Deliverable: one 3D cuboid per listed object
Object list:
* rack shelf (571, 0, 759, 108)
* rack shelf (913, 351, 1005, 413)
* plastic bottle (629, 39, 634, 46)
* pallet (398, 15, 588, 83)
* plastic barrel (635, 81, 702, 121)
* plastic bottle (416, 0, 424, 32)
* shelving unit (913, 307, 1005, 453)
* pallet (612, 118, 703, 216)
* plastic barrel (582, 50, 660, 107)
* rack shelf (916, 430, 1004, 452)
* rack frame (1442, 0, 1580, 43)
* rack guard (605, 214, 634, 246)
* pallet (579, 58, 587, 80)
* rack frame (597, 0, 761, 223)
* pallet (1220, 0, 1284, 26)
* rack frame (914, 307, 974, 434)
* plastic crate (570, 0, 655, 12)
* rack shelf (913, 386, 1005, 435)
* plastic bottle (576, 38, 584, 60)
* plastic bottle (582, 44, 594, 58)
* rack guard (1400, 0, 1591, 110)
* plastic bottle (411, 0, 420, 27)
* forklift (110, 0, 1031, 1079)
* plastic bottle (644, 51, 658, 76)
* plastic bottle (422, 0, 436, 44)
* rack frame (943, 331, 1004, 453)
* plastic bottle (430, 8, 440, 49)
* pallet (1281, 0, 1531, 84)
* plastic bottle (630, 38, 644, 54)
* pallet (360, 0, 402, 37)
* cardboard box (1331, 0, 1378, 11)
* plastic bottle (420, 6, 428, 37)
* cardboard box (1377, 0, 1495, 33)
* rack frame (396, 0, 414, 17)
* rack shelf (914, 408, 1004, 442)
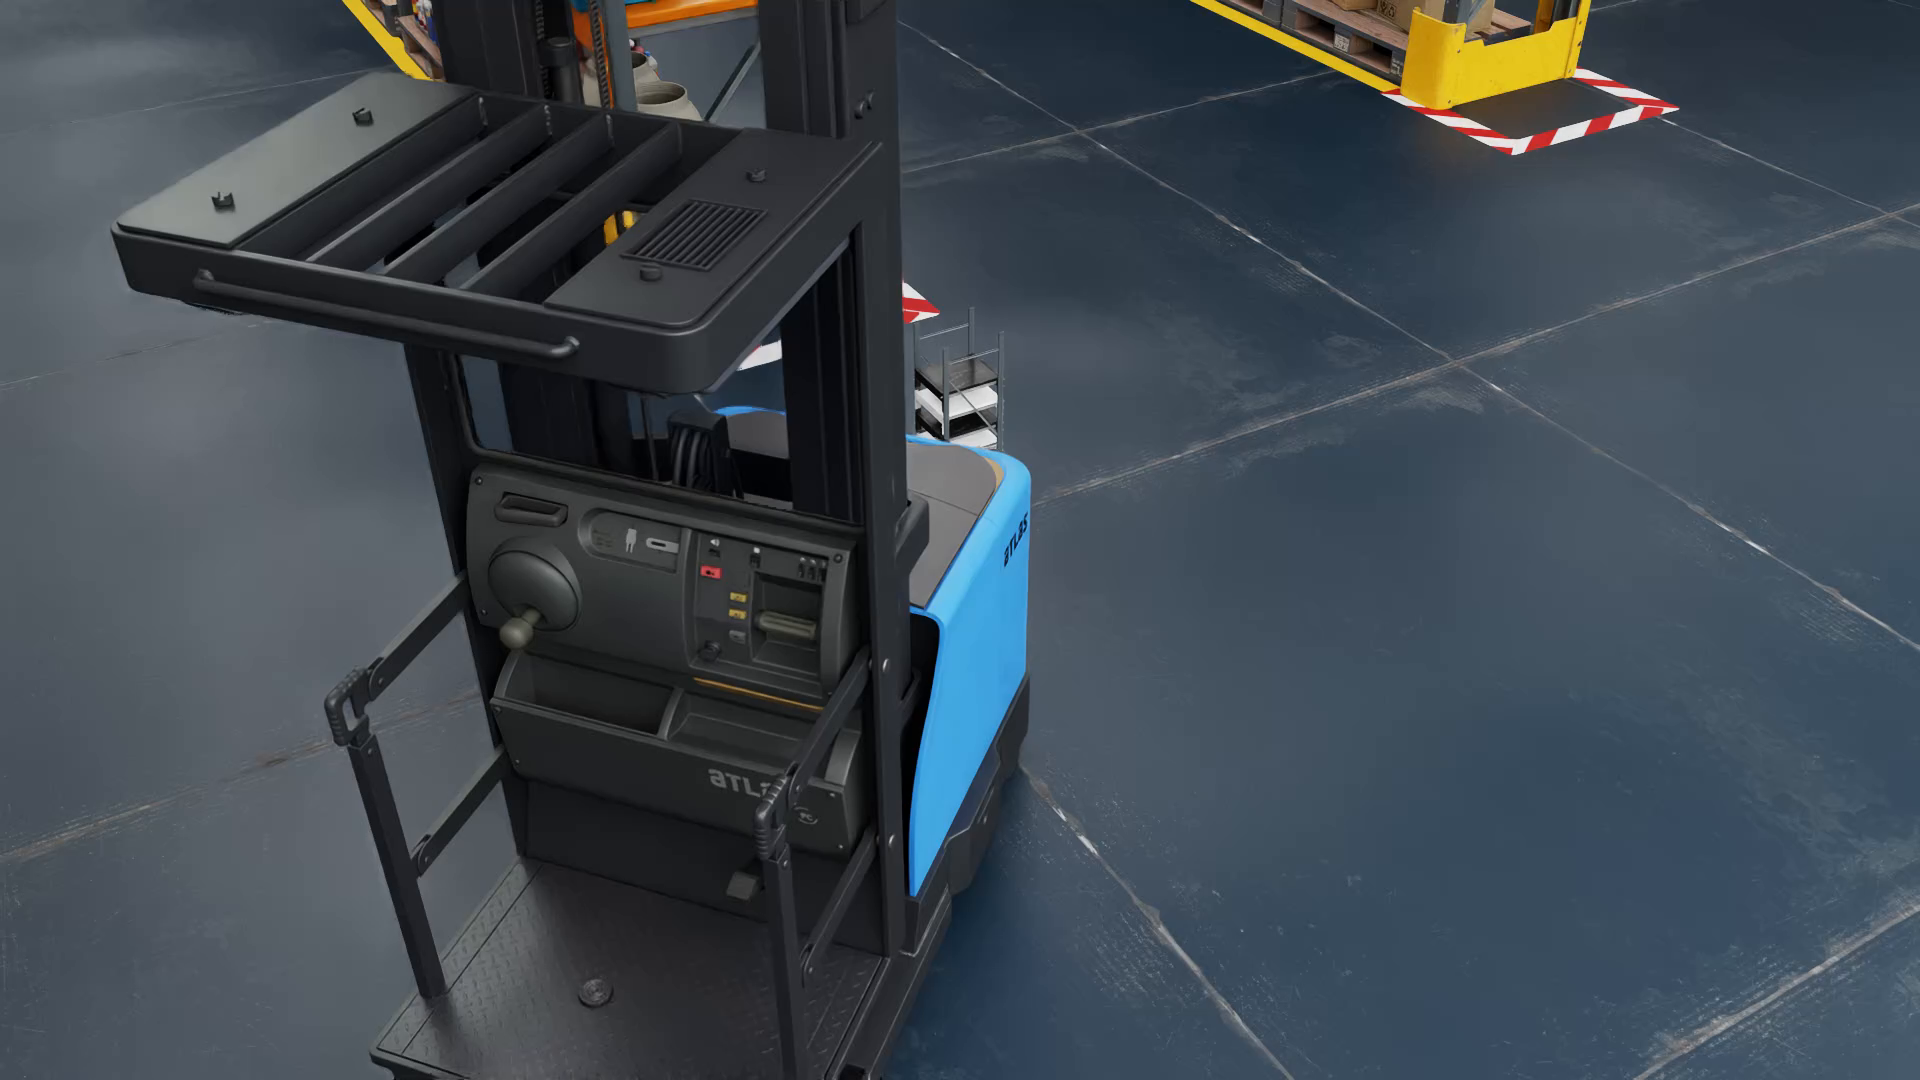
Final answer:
[{"bbox_3d":[-2.068,-3.183,8.675,1.077,0.370,4.000,-19,40,-24],"label":"rack shelf"},{"bbox_3d":[-0.004,-0.559,5.851,0.258,0.077,0.200,-19,40,-24],"label":"rack shelf"},{"bbox_3d":[-1.877,-2.721,9.372,0.097,0.271,0.097,0,36,0],"label":"plastic bottle"},{"bbox_3d":[-2.772,-3.012,10.195,1.003,0.211,1.213,-19,40,-24],"label":"pallet"},{"bbox_3d":[-1.460,-1.931,8.104,0.421,0.512,0.421,0,36,0],"label":"plastic barrel"},{"bbox_3d":[-3.241,-3.197,10.083,0.097,0.201,0.097,0,36,0],"label":"plastic bottle"},{"bbox_3d":[-0.004,-0.368,5.990,0.258,0.900,0.210,-19,40,-24],"label":"shelving unit"},{"bbox_3d":[-1.546,-1.768,8.492,1.003,0.211,1.213,-19,40,-24],"label":"pallet"},{"bbox_3d":[-1.712,-2.187,8.454,0.421,0.512,0.421,0,36,0],"label":"plastic barrel"},{"bbox_3d":[-0.004,-0.341,6.010,0.258,0.077,0.200,-19,40,-24],"label":"rack shelf"},{"bbox_3d":[3.219,-3.921,9.075,1.000,3.000,0.127,-19,40,-24],"label":"rack frame"},{"bbox_3d":[-1.142,-1.469,7.837,1.175,0.500,0.348,-19,40,-24],"label":"rack guard"},{"bbox_3d":[-2.155,-2.389,9.343,1.003,0.211,1.213,-19,40,-24],"label":"pallet"},{"bbox_3d":[-1.064,-2.453,7.066,1.000,3.000,0.127,-19,40,-24],"label":"rack frame"},{"bbox_3d":[2.194,-3.880,11.383,1.003,0.211,1.213,-19,40,-24],"label":"pallet"},{"bbox_3d":[-0.055,-0.419,6.061,0.240,0.900,0.006,-19,40,-24],"label":"rack frame"},{"bbox_3d":[-1.574,-2.560,7.338,0.499,0.251,0.616,-19,40,-24],"label":"plastic crate"},{"bbox_3d":[-0.004,-0.486,5.904,0.258,0.077,0.200,-19,40,-24],"label":"rack shelf"},{"bbox_3d":[-2.255,-2.952,9.679,0.061,0.283,0.133,-19,40,-24],"label":"plastic bottle"},{"bbox_3d":[-2.163,-2.981,9.725,0.152,0.276,0.135,-18,40,-23],"label":"plastic bottle"},{"bbox_3d":[3.181,-2.950,9.866,1.175,0.500,0.348,-19,40,-24],"label":"rack guard"},{"bbox_3d":[-3.292,-3.277,10.133,0.097,0.271,0.097,0,36,0],"label":"plastic bottle"},{"bbox_3d":[-0.751,0.169,3.533,1.130,2.935,3.031,12,38,16],"label":"forklift"},{"bbox_3d":[-1.705,-2.546,9.133,0.097,0.271,0.097,0,36,0],"label":"plastic bottle"},{"bbox_3d":[-3.106,-3.122,9.917,0.152,0.276,0.135,-17,40,-22],"label":"plastic bottle"},{"bbox_3d":[0.047,-0.316,5.919,0.240,0.900,0.006,-19,40,-24],"label":"rack frame"},{"bbox_3d":[-3.026,-3.067,9.778,0.144,0.351,0.185,-18,40,-23],"label":"plastic bottle"},{"bbox_3d":[2.803,-3.258,10.532,1.003,0.211,1.213,-19,40,-24],"label":"pallet"},{"bbox_3d":[-1.803,-2.672,9.295,0.061,0.283,0.133,-18,40,-23],"label":"plastic bottle"},{"bbox_3d":[-3.501,-3.756,11.214,1.003,0.211,1.213,-19,40,-24],"label":"pallet"},{"bbox_3d":[2.590,-3.699,10.535,0.500,0.500,0.500,-9,37,-12],"label":"cardboard box"},{"bbox_3d":[-3.190,-3.145,10.012,0.097,0.201,0.097,0,36,0],"label":"plastic bottle"},{"bbox_3d":[2.920,-3.405,10.132,0.500,0.500,0.500,-12,38,-16],"label":"cardboard box"},{"bbox_3d":[-3.073,-4.493,9.859,1.000,3.000,0.127,-19,40,-24],"label":"rack frame"},{"bbox_3d":[-0.004,-0.413,5.957,0.258,0.077,0.200,-19,40,-24],"label":"rack shelf"}]
